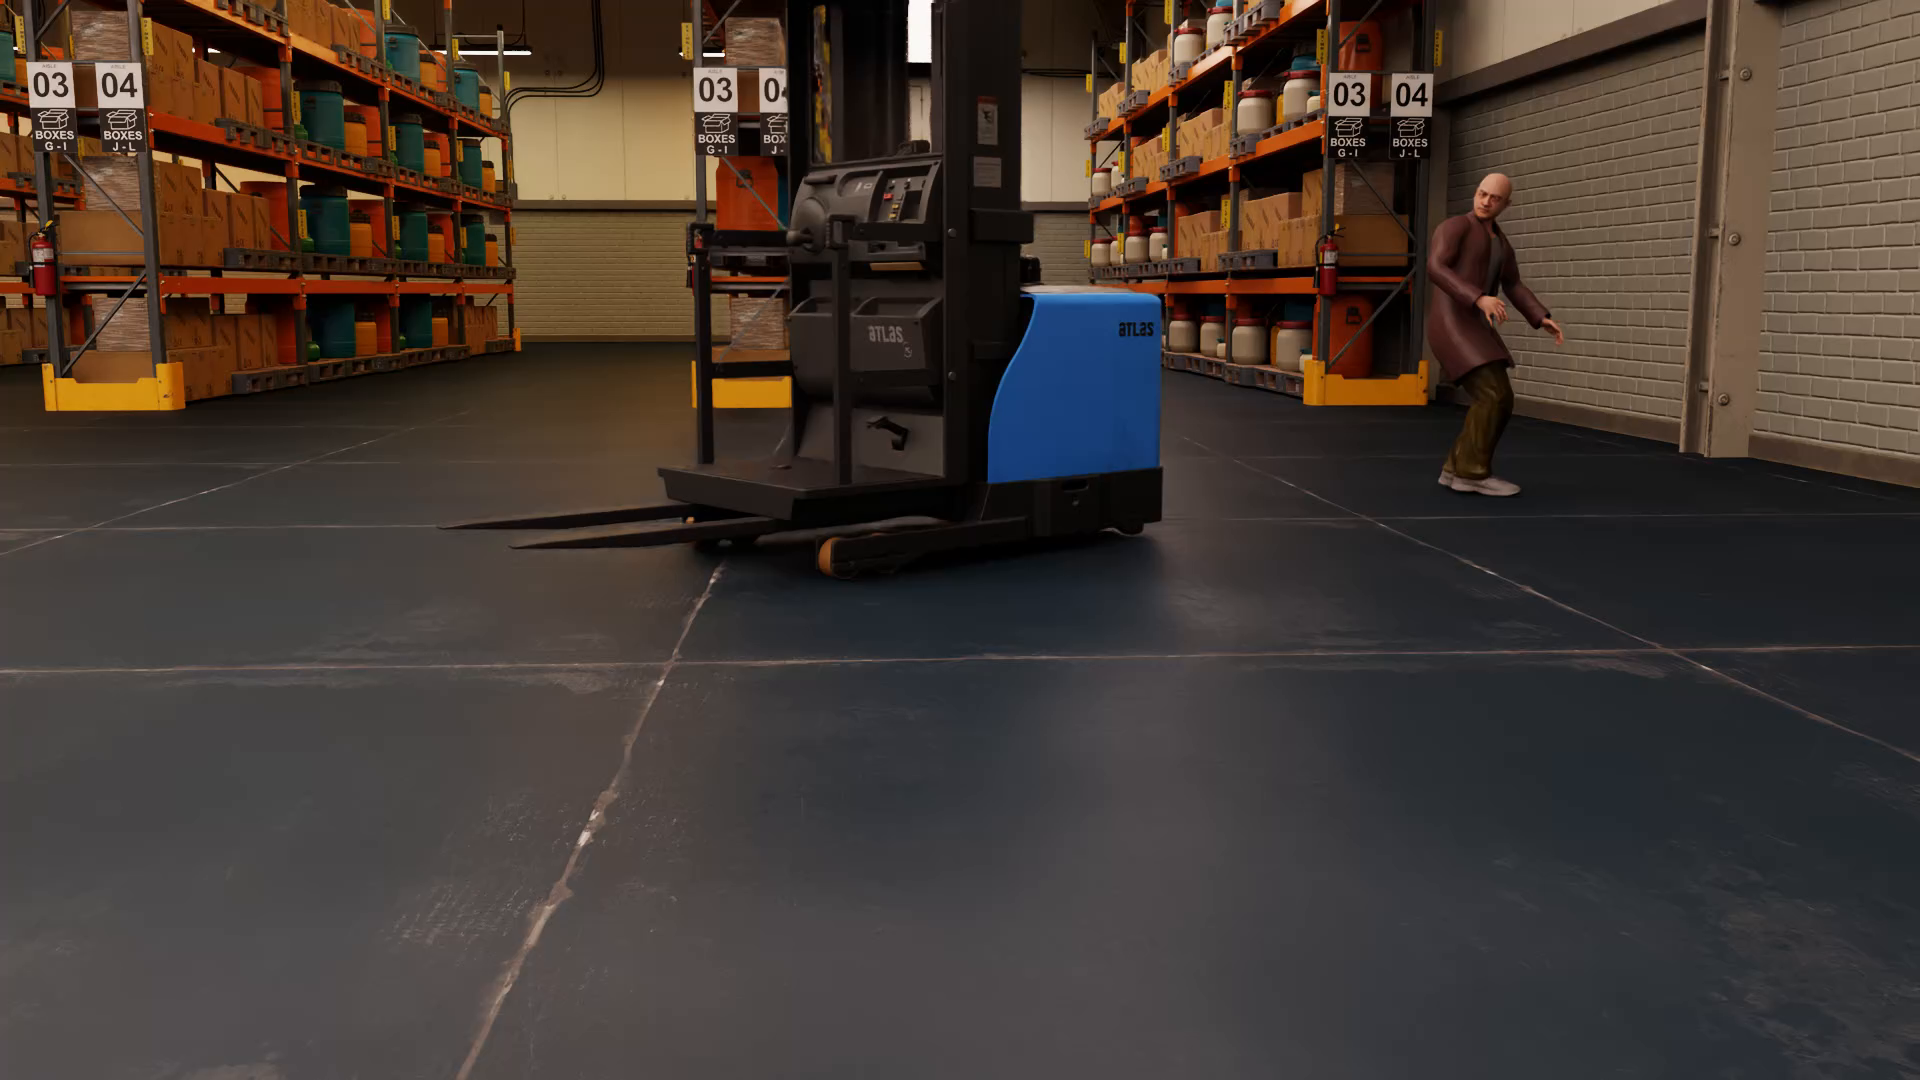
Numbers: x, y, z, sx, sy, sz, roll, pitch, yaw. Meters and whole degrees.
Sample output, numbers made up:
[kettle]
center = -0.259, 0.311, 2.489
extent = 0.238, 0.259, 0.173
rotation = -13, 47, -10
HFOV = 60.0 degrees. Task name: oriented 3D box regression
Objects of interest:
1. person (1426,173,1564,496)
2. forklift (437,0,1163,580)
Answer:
[person]
center = 2.849, -1.093, 8.948
extent = 0.576, 1.729, 0.830
rotation = 7, 11, 41
[forklift]
center = -0.554, -1.385, 6.655
extent = 3.031, 2.935, 1.130
rotation = -7, 11, -39
